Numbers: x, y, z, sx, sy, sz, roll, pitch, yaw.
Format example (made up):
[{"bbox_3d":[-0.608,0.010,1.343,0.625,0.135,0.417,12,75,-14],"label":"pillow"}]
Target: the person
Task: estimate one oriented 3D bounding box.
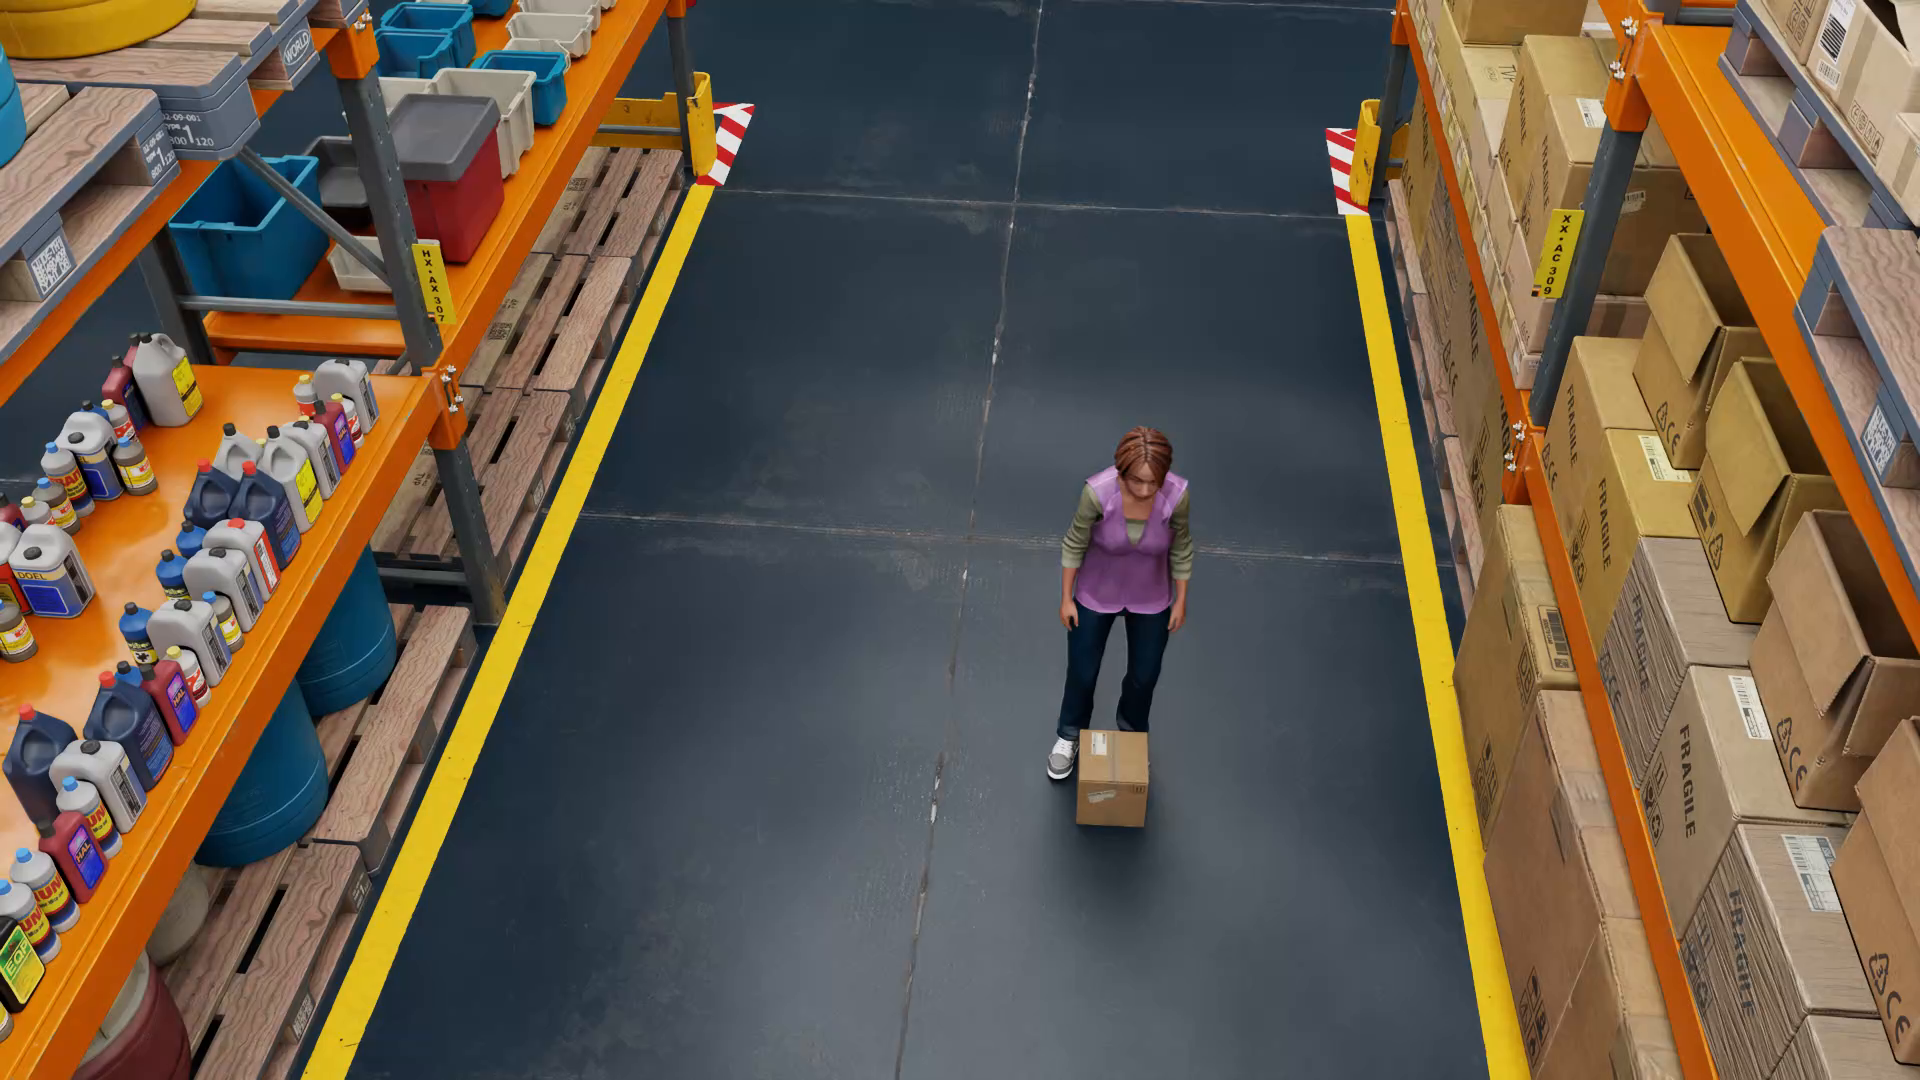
[{"bbox_3d":[0.575,0.235,5.923,0.478,1.550,0.345,1,41,1],"label":"person"}]
